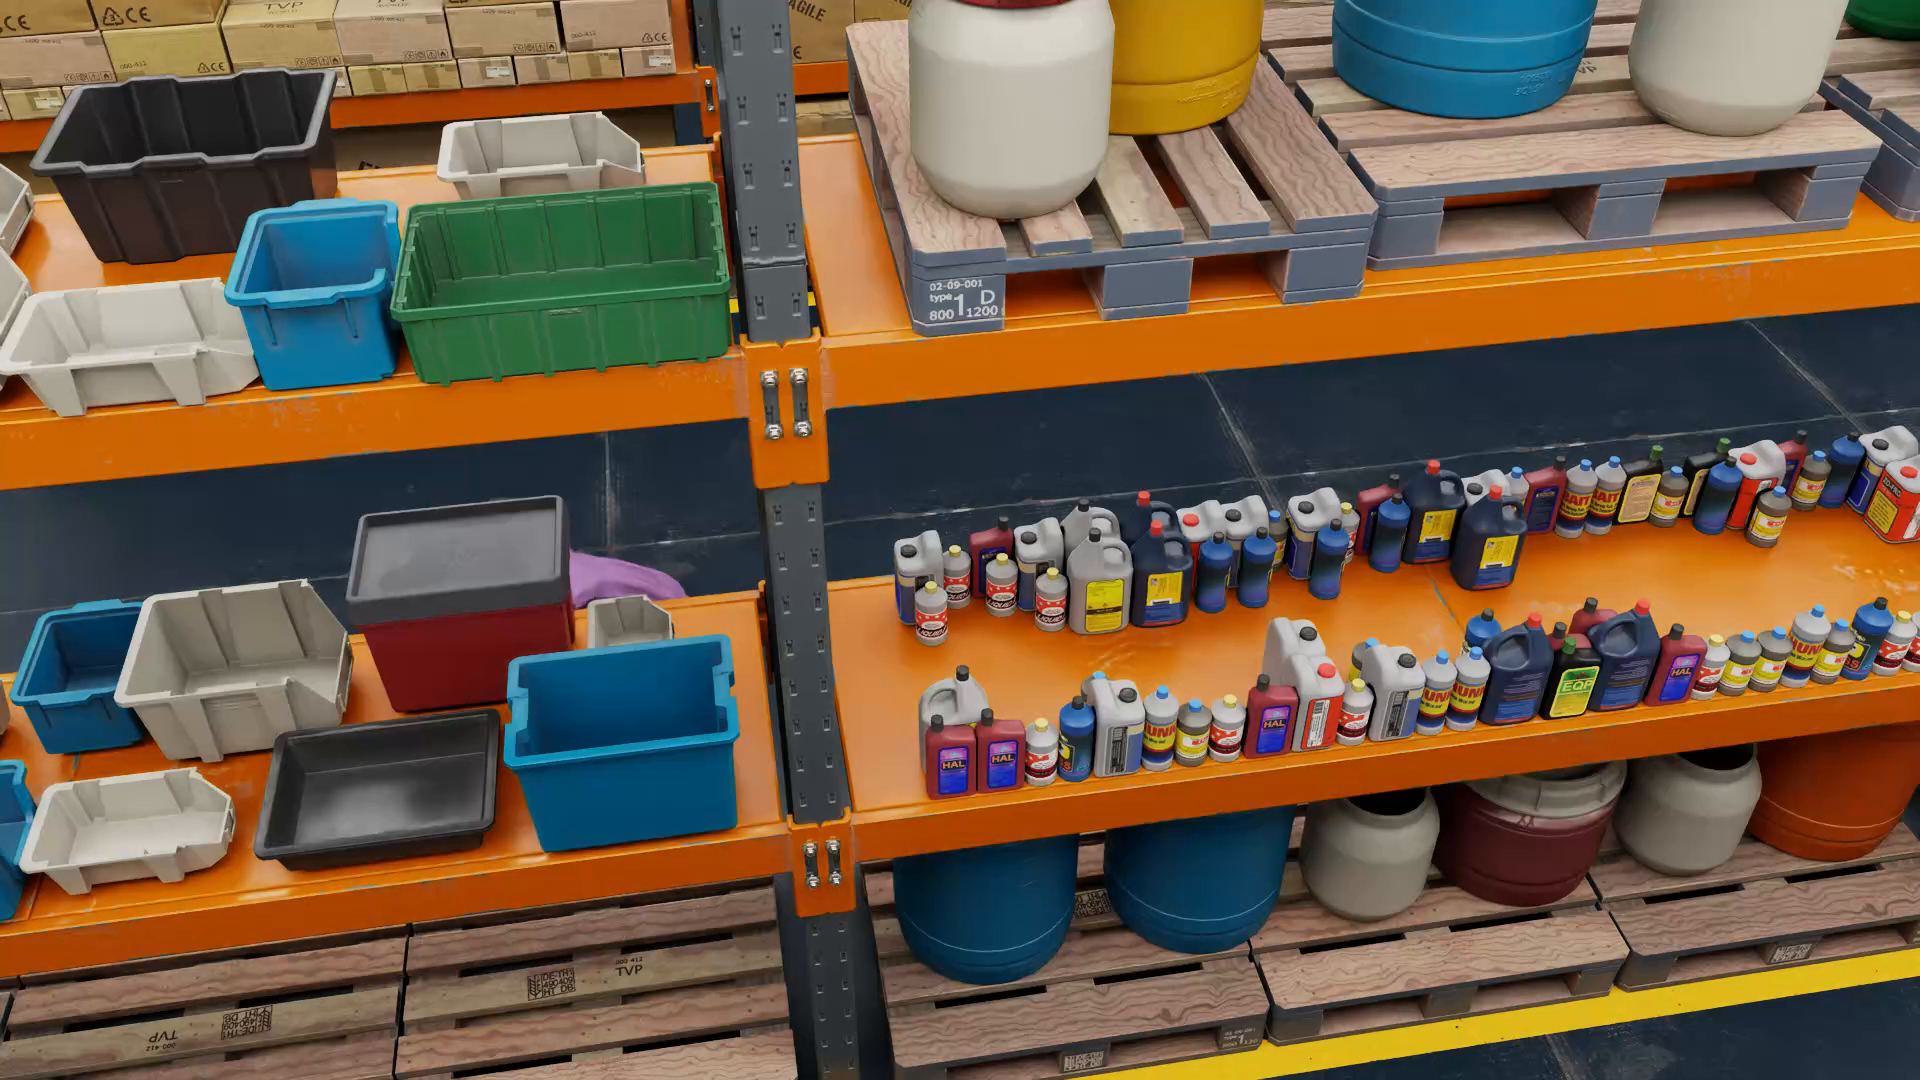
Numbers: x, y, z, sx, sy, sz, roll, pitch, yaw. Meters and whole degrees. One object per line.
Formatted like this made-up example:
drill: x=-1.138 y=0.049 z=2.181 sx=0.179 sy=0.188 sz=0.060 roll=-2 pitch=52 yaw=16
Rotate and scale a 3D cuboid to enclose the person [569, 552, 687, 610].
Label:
person: x=-1.391 y=0.385 z=6.227 sx=0.787 sy=0.920 sz=0.446 roll=-11 pitch=41 yaw=-14
